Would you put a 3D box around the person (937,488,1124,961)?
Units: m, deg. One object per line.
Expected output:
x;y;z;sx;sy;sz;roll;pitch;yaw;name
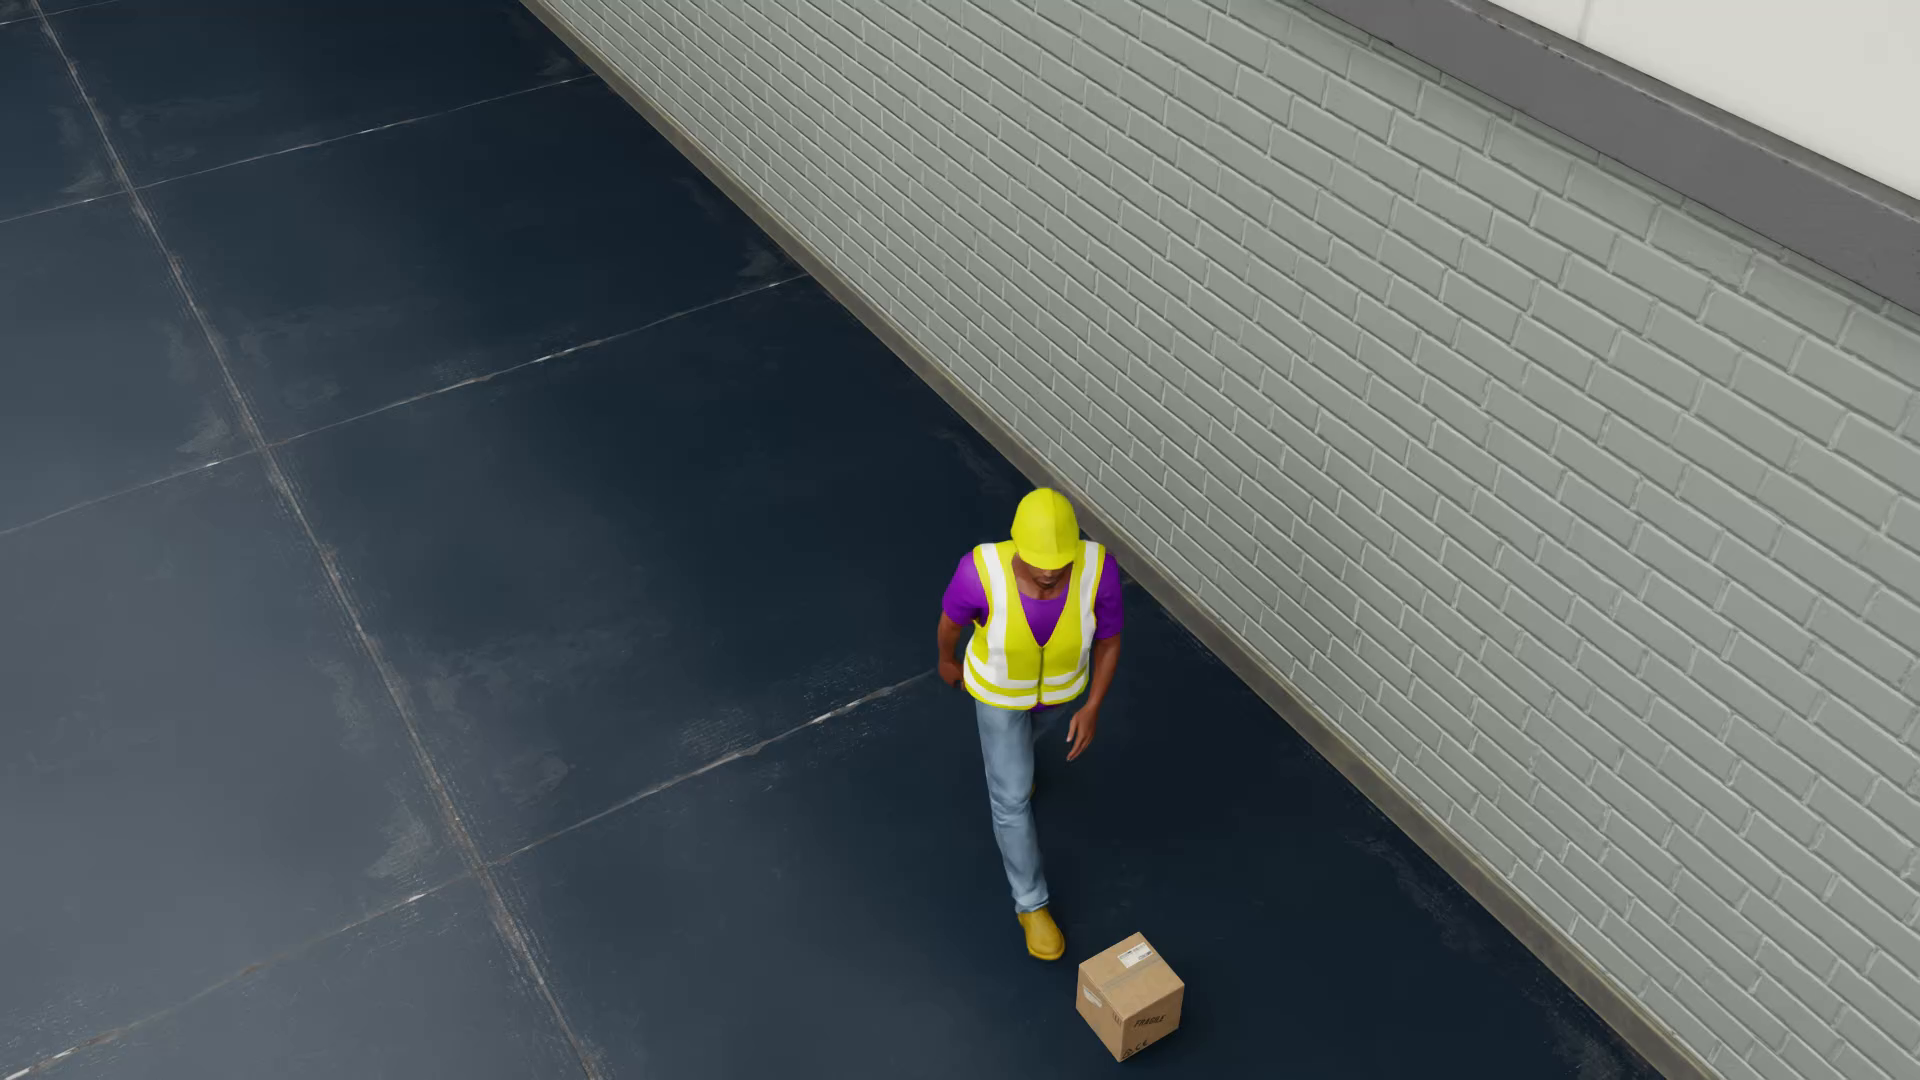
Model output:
0.256;0.501;5.546;0.568;1.693;1.084;-11;42;-12;person
